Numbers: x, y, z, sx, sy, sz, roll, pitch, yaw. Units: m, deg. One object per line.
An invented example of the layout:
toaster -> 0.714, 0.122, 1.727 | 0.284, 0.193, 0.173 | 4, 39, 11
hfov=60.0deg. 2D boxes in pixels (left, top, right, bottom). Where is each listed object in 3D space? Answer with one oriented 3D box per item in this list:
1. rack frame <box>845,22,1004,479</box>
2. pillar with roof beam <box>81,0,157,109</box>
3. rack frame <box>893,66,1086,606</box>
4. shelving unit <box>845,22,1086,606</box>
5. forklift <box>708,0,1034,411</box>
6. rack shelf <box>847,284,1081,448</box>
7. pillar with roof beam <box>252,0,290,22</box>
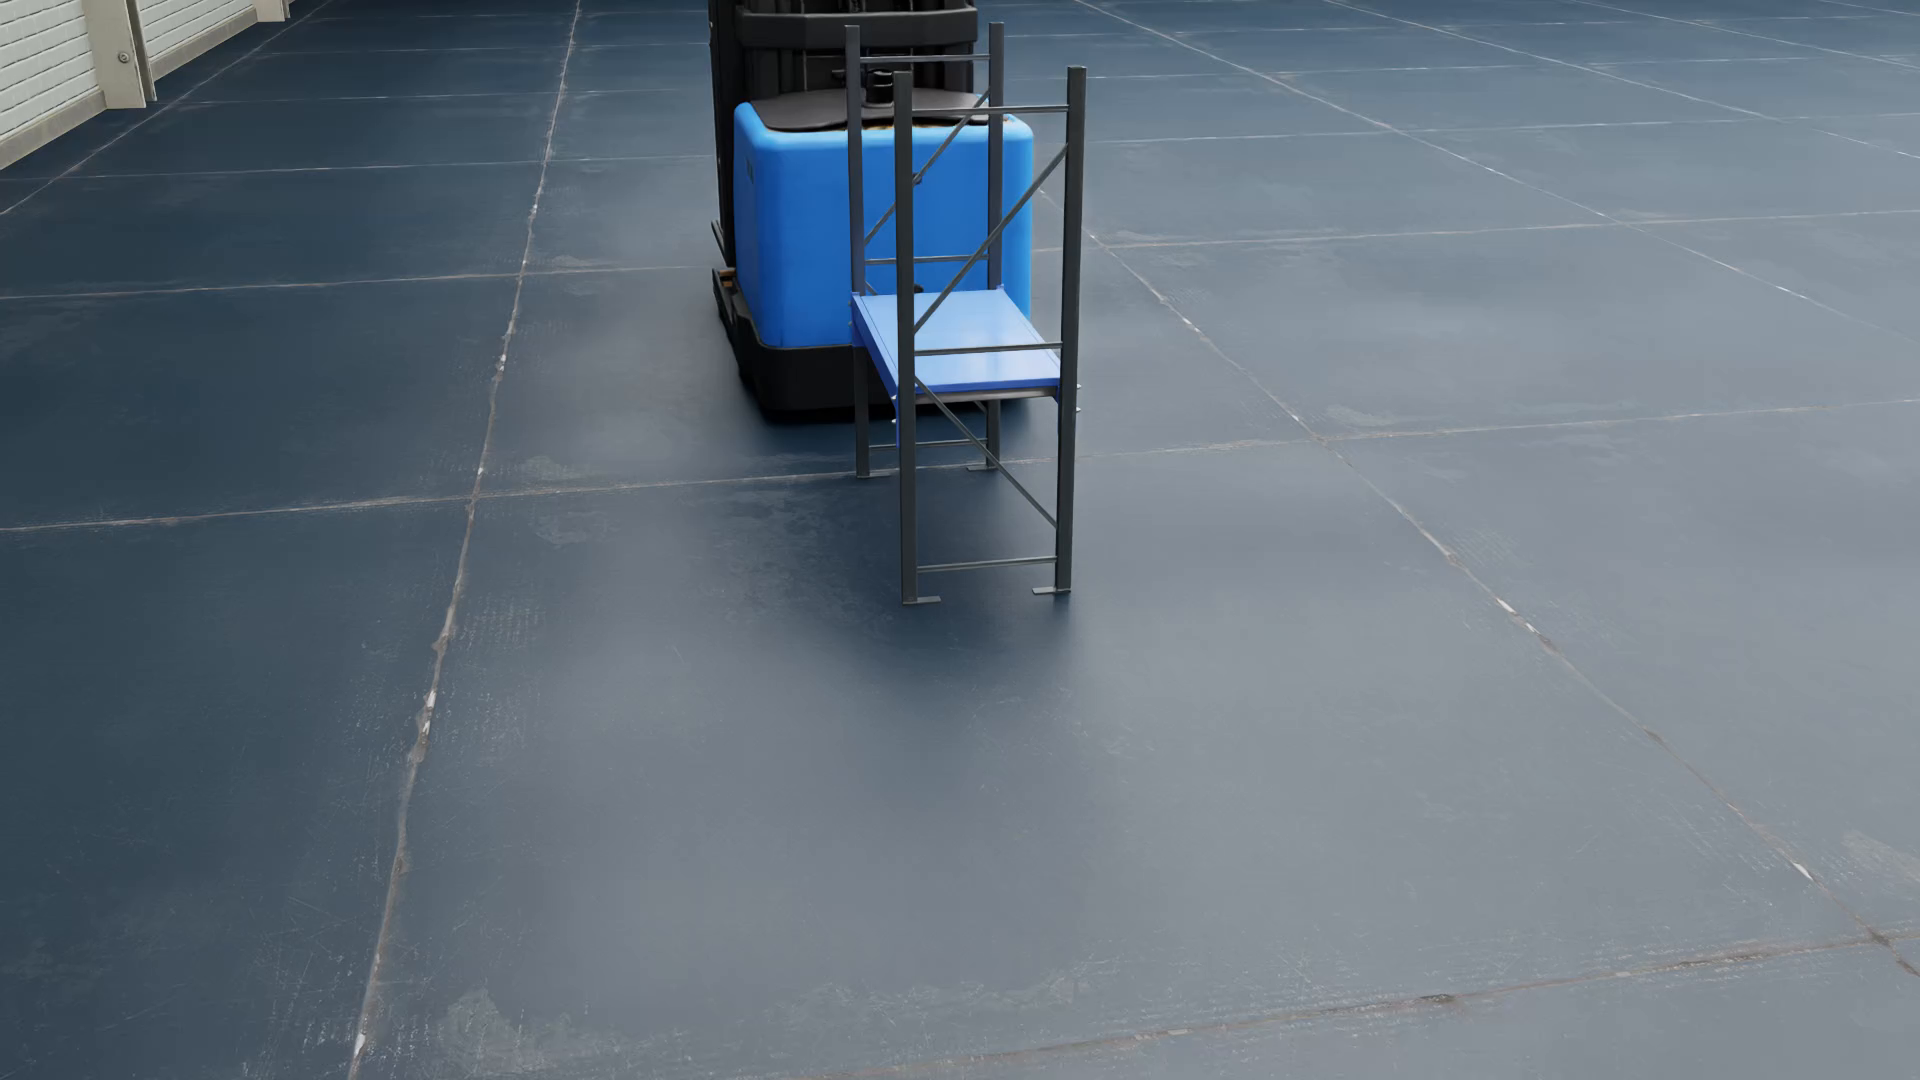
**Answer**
rack frame -> -0.110, -0.921, 5.484 | 0.500, 1.500, 0.032 | -4, 24, -10
pillar with roof beam -> -2.318, -7.880, 12.049 | 9.100, 9.000, 0.400 | -4, 24, -10
rack frame -> 0.078, -0.521, 4.569 | 0.500, 1.500, 0.032 | -4, 24, -10
shelving unit -> -0.016, -0.721, 5.027 | 0.538, 1.500, 1.048 | -4, 24, -10
forklift -> -0.537, -2.384, 7.047 | 1.130, 2.935, 3.031 | -5, 24, -11
rack shelf -> -0.016, -0.556, 5.099 | 0.538, 0.185, 1.000 | -4, 24, -10
pillar with roof beam -> -3.428, -10.240, 17.453 | 9.100, 9.000, 0.400 | -4, 24, -10
